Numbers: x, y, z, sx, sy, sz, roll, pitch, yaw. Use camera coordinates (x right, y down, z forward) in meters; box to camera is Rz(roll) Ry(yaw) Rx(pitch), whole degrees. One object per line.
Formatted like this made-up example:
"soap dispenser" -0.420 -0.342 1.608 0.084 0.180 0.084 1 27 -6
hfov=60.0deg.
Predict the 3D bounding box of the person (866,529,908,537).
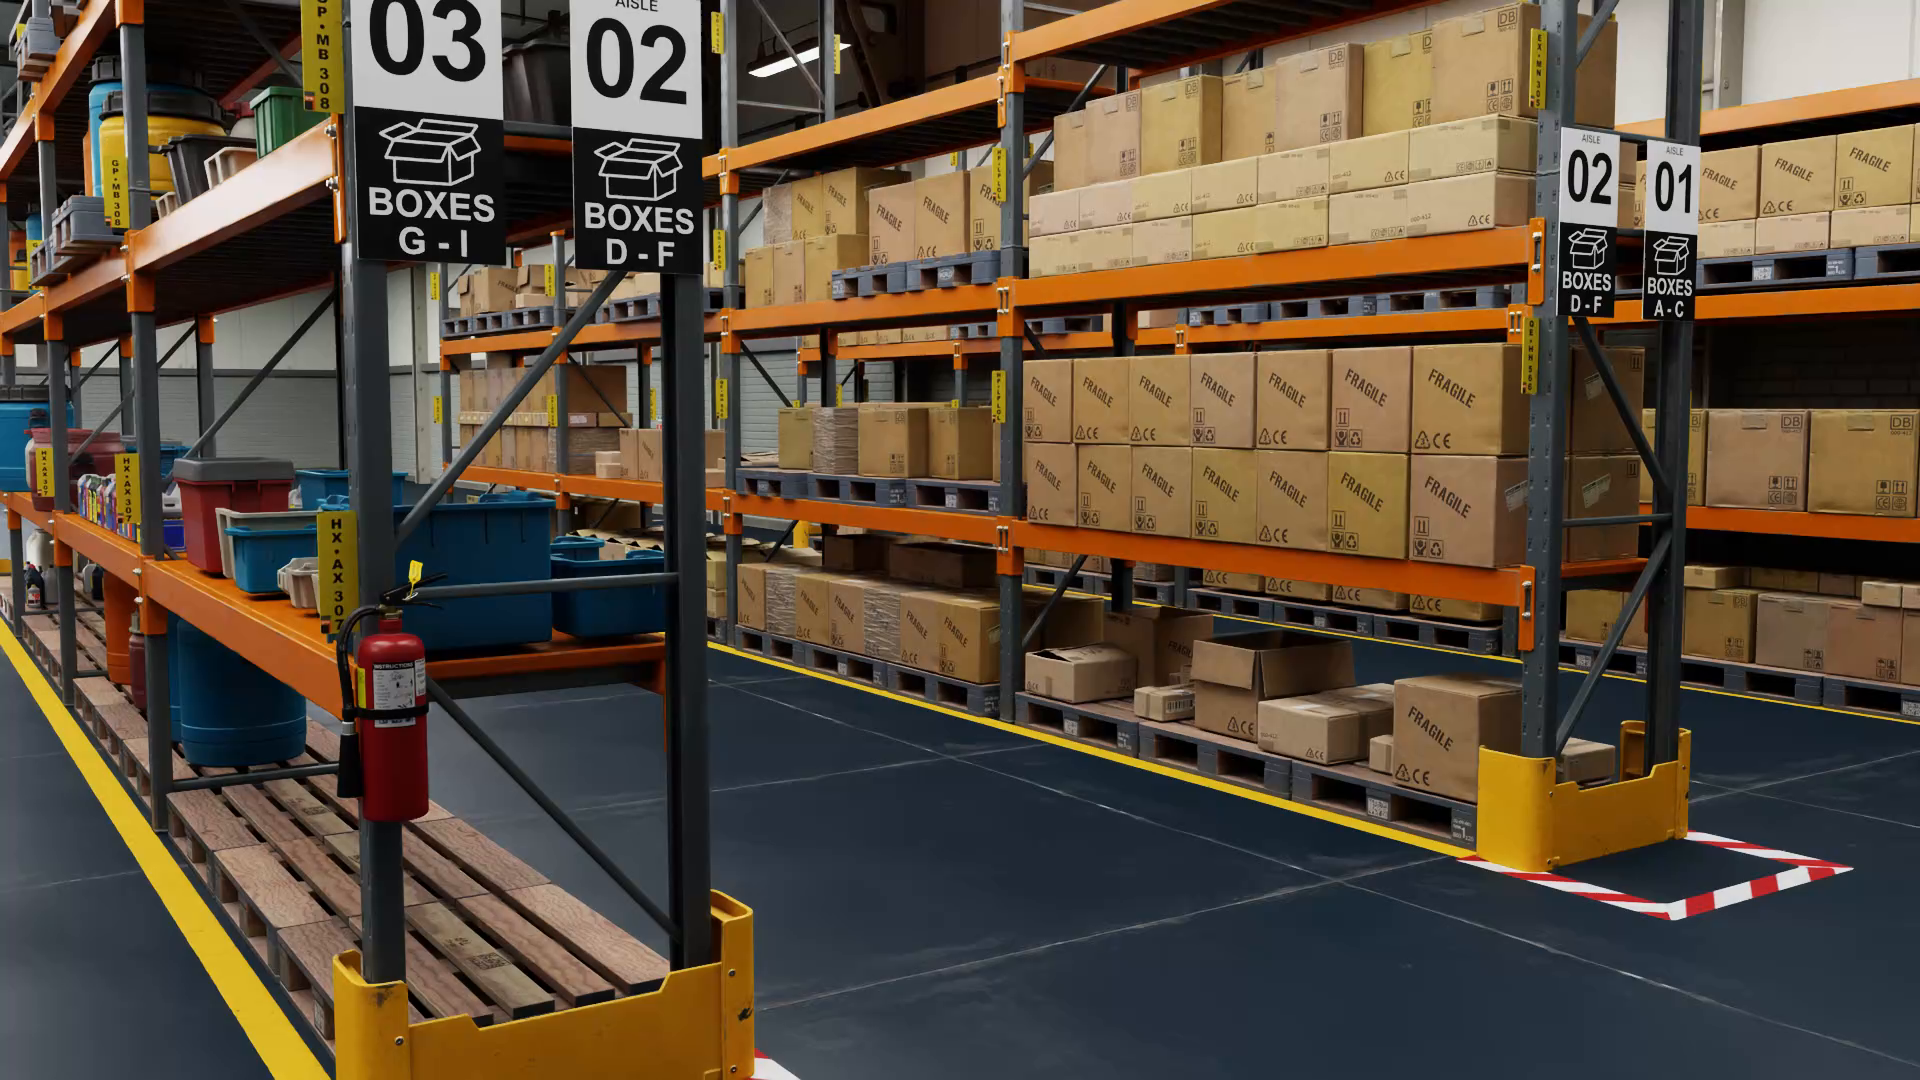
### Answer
"person" -0.748 -0.152 15.942 0.624 1.753 0.793 -4 6 -39
